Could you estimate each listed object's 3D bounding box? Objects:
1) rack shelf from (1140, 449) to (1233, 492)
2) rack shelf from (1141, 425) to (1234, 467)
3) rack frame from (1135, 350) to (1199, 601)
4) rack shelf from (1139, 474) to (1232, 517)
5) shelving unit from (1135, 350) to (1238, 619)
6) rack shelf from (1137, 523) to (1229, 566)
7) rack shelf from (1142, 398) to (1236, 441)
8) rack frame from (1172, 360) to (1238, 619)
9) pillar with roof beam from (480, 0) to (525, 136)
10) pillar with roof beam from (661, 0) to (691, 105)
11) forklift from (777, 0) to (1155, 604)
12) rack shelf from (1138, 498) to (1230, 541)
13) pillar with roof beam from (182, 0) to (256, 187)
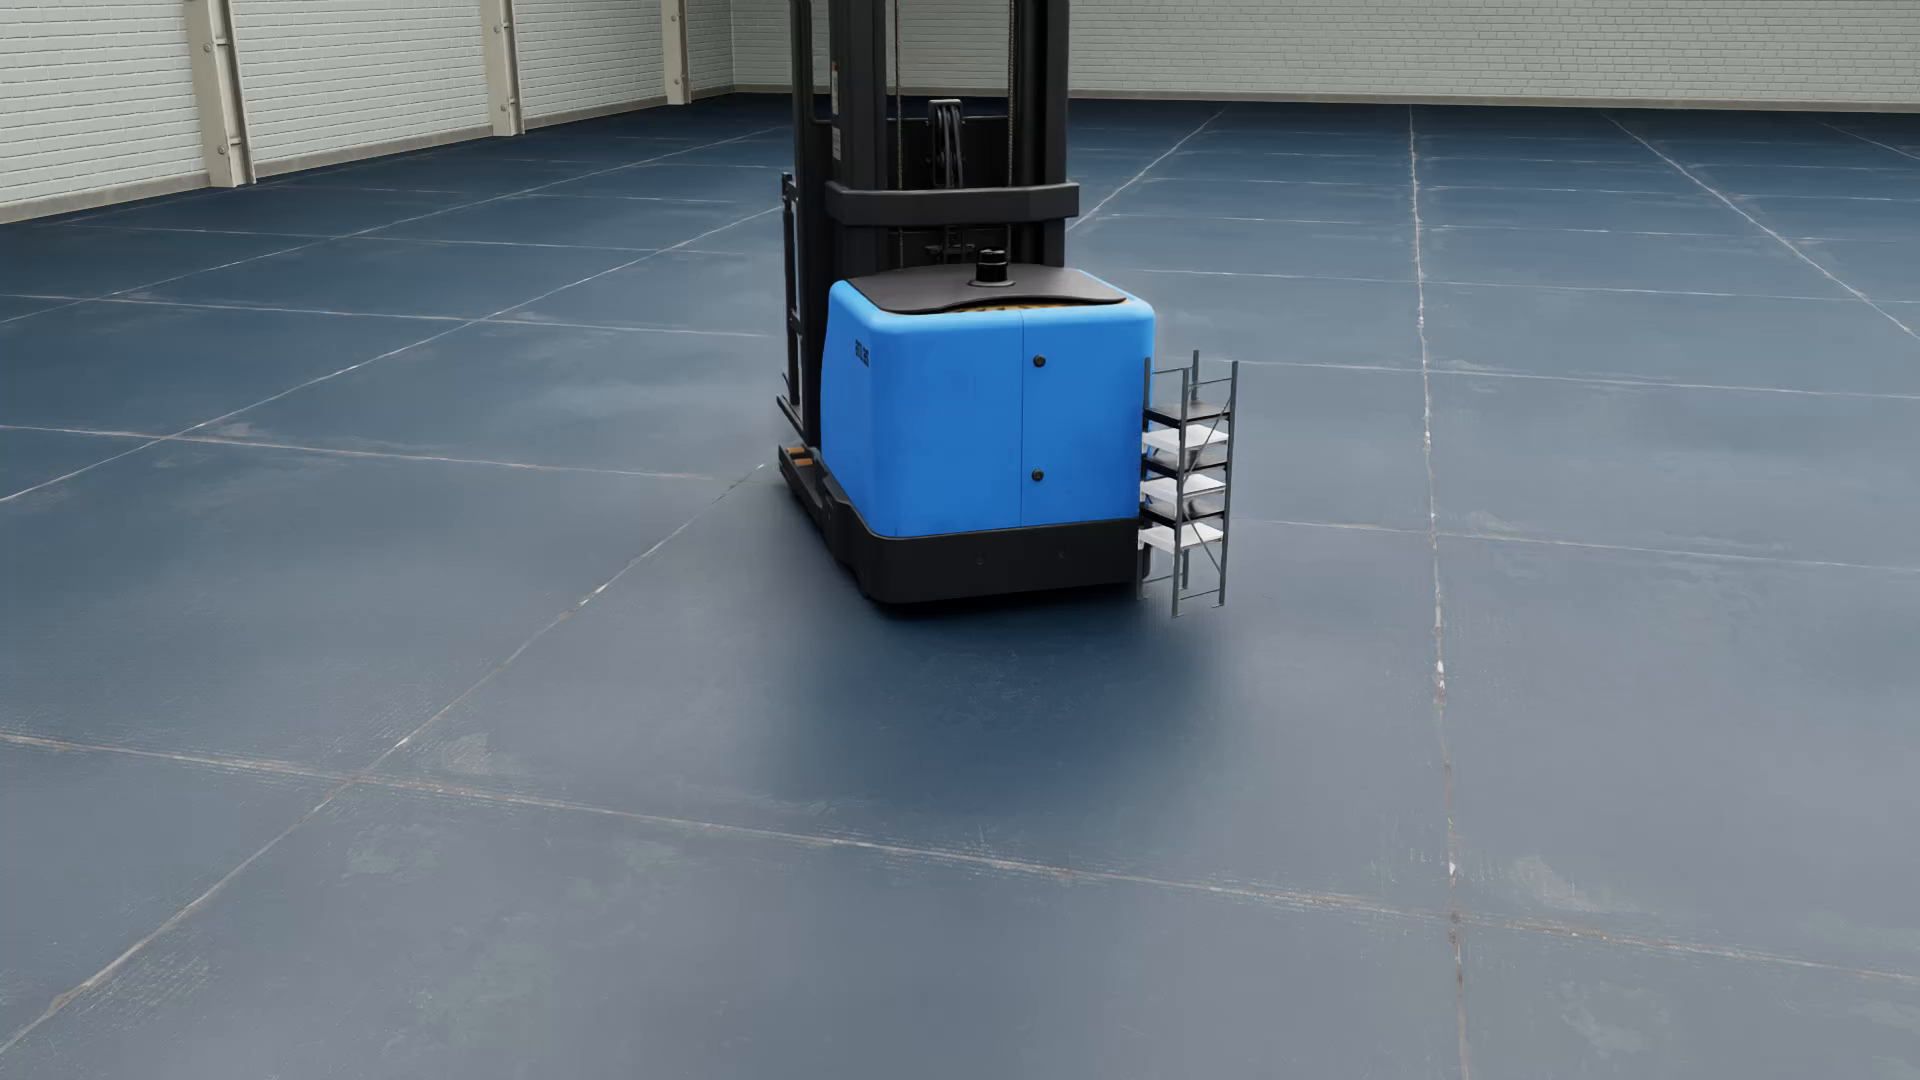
[{"bbox_3d":[0.796,-0.251,5.854,0.258,0.077,0.200,-12,22,-31],"label":"rack shelf"},{"bbox_3d":[0.796,-0.336,5.825,0.258,0.077,0.200,-12,22,-31],"label":"rack shelf"},{"bbox_3d":[0.741,-0.225,5.953,0.240,0.900,0.006,-12,22,-31],"label":"rack frame"},{"bbox_3d":[0.796,-0.166,5.883,0.258,0.077,0.200,-12,22,-31],"label":"rack shelf"},{"bbox_3d":[0.796,-0.198,5.873,0.258,0.900,0.210,-12,22,-31],"label":"shelving unit"},{"bbox_3d":[0.796,0.004,5.942,0.258,0.077,0.200,-12,22,-31],"label":"rack shelf"},{"bbox_3d":[0.796,-0.421,5.796,0.258,0.077,0.200,-12,22,-31],"label":"rack shelf"},{"bbox_3d":[0.851,-0.170,5.792,0.240,0.900,0.006,-12,22,-31],"label":"rack frame"},{"bbox_3d":[-2.176,-9.618,20.924,9.100,9.000,0.400,5,19,13],"label":"pillar with roof beam"},{"bbox_3d":[-0.710,-11.498,26.430,9.100,9.000,0.400,5,19,13],"label":"pillar with roof beam"},{"bbox_3d":[-0.181,-1.605,6.852,1.130,2.935,3.031,-5,19,-14],"label":"forklift"},{"bbox_3d":[0.796,-0.081,5.913,0.258,0.077,0.200,-12,22,-31],"label":"rack shelf"},{"bbox_3d":[-3.642,-7.737,15.418,9.100,9.000,0.400,5,19,13],"label":"pillar with roof beam"}]
